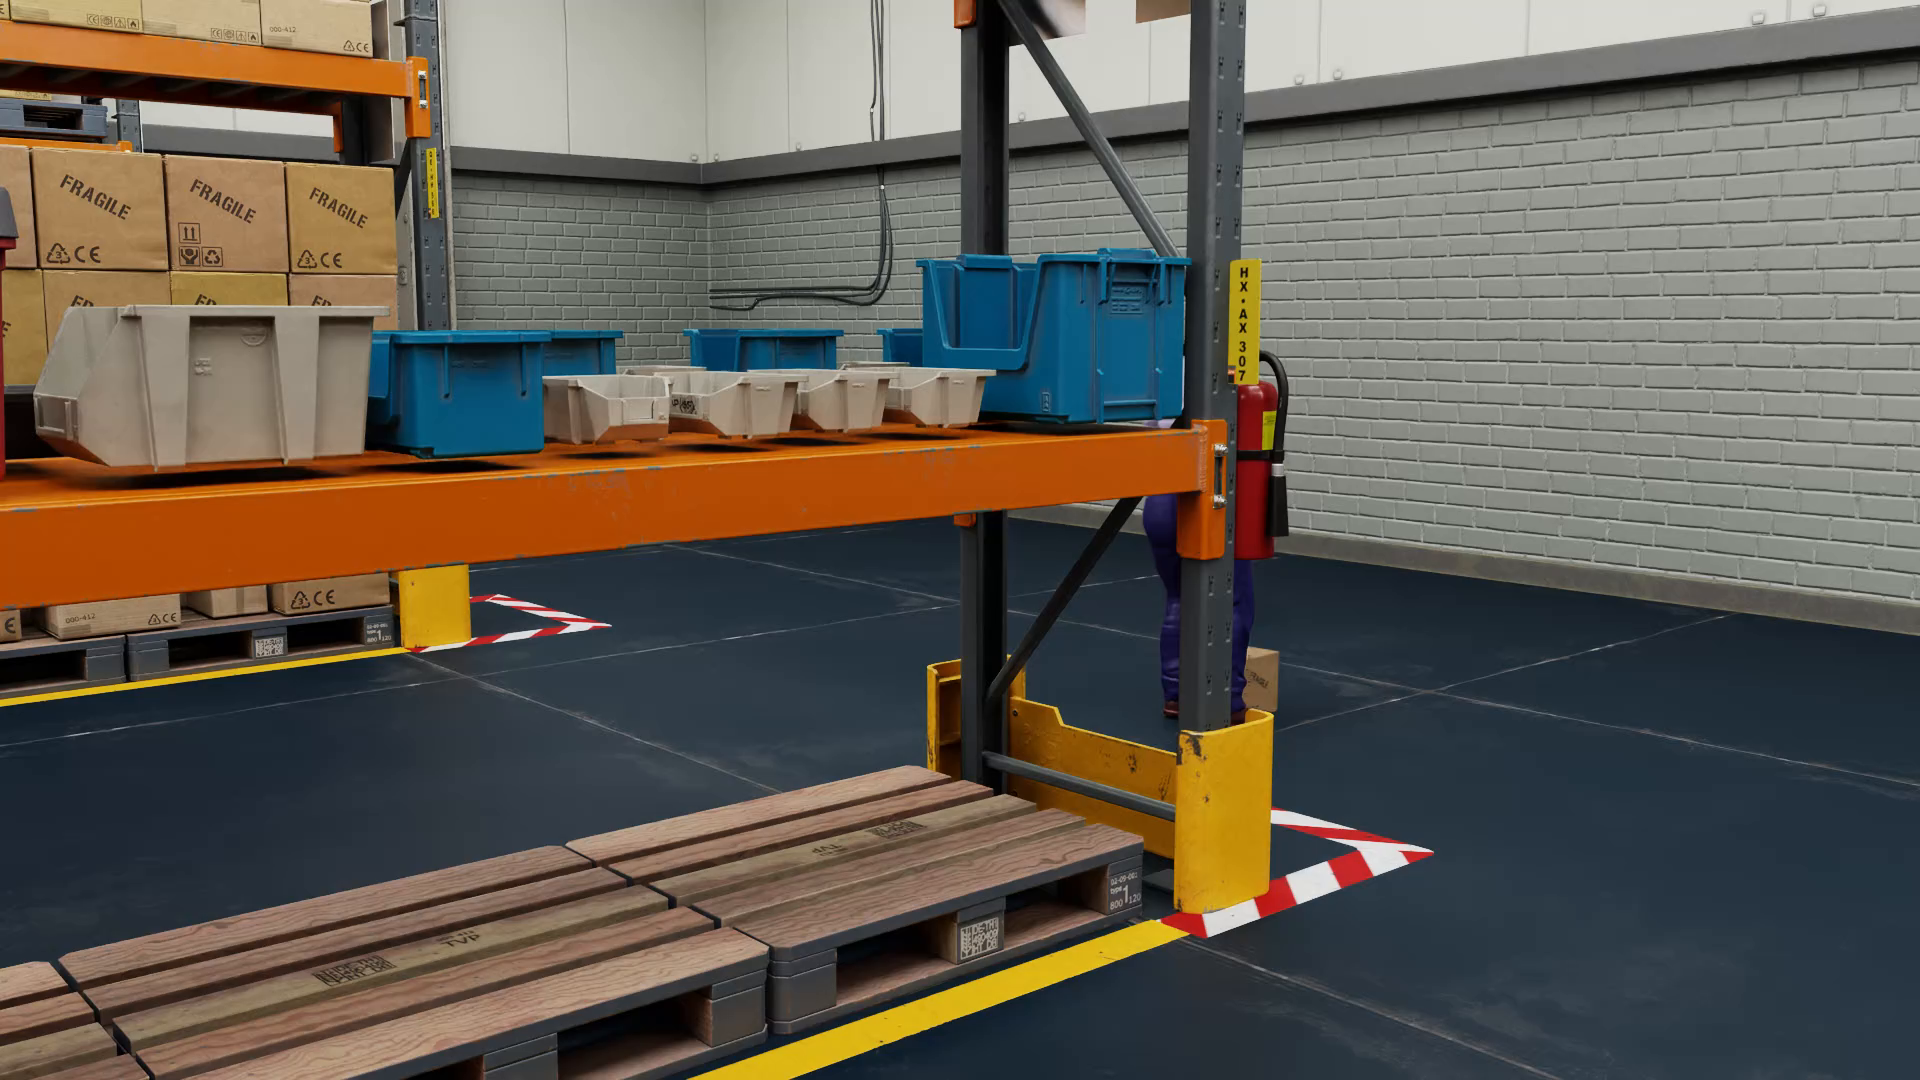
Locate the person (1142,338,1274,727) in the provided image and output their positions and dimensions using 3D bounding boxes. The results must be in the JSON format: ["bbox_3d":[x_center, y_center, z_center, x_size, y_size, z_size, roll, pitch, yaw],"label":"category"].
[{"bbox_3d":[0.969,-0.097,6.557,0.425,1.650,0.549,-7,10,-43],"label":"person"}]
